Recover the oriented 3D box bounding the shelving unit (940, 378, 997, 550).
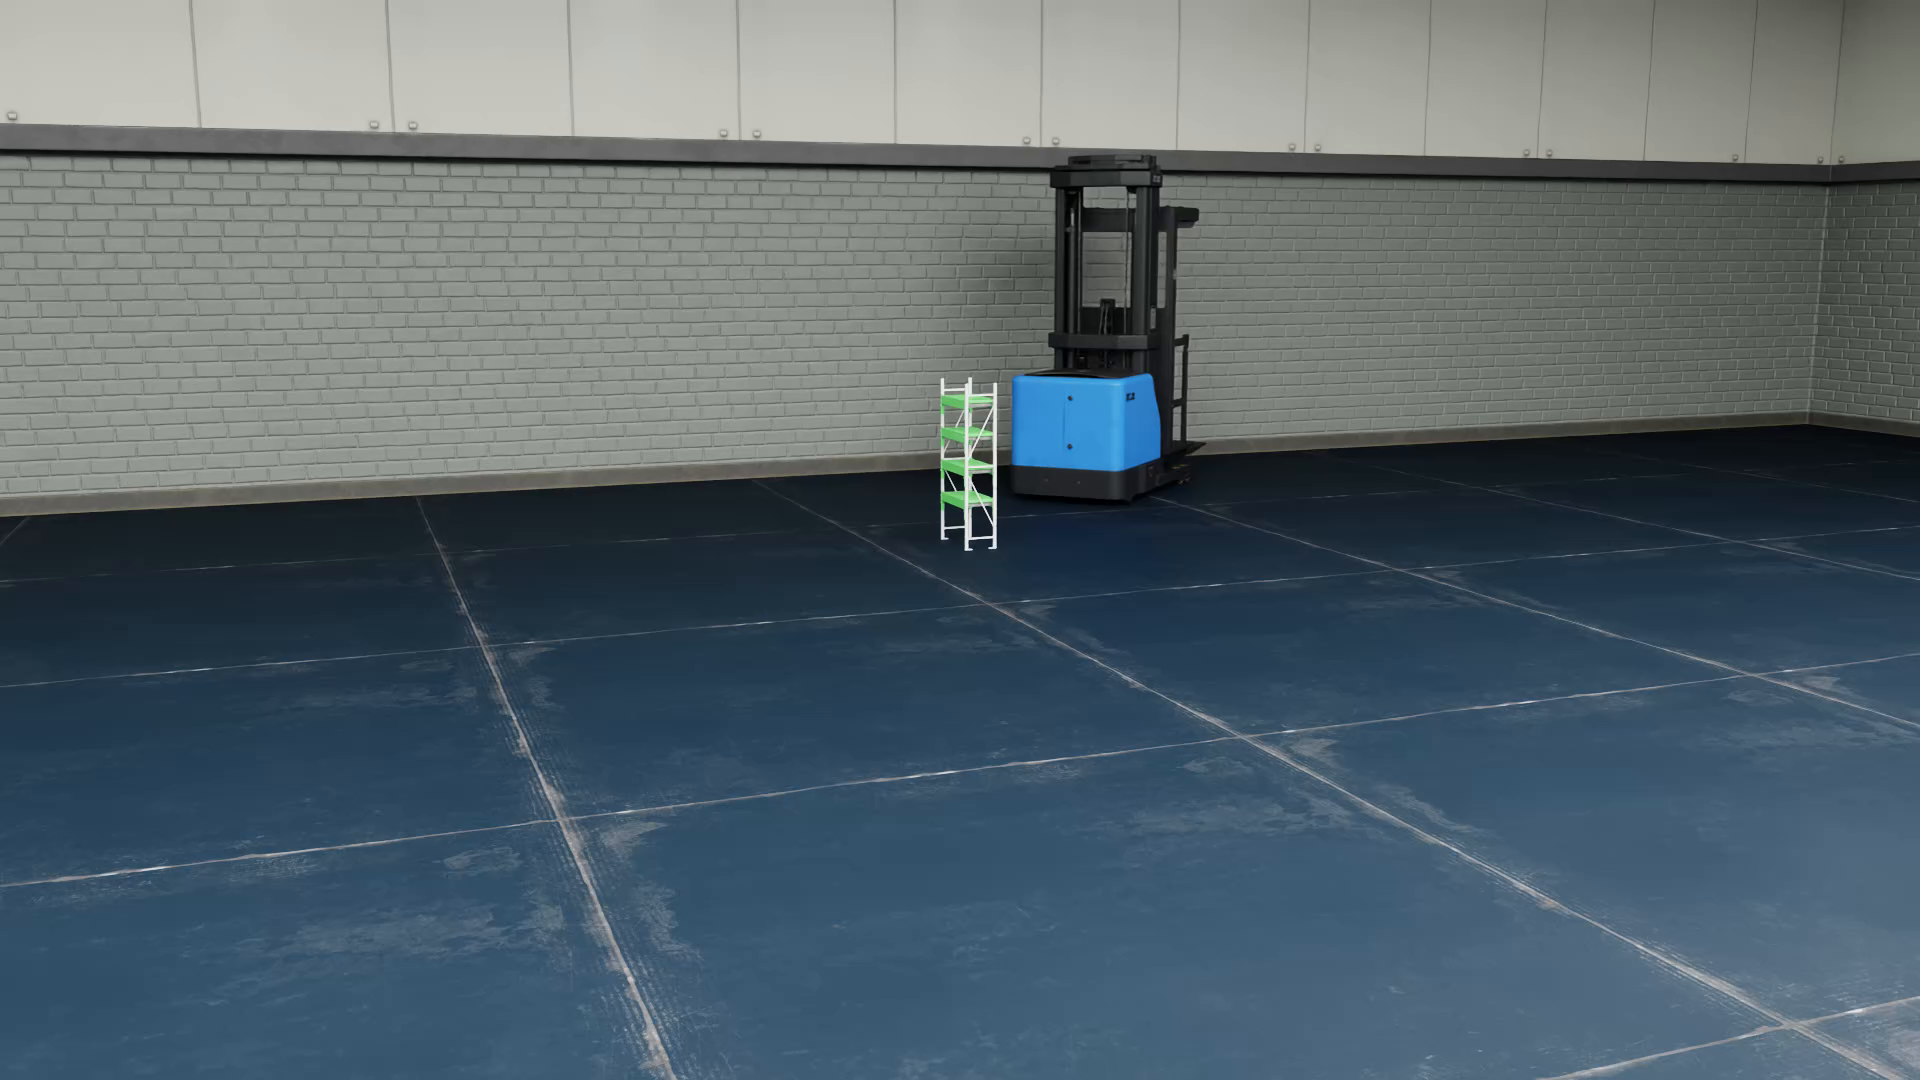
[{"bbox_3d":[0.060,-0.564,12.163,0.258,1.200,0.503,-4,11,-21],"label":"shelving unit"}]

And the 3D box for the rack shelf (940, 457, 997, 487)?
[{"bbox_3d":[0.060,-0.501,12.174,0.258,0.148,0.480,-4,11,-21],"label":"rack shelf"}]

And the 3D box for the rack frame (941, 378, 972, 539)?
[{"bbox_3d":[-0.028,-0.604,12.387,0.240,1.200,0.015,-4,11,-21],"label":"rack frame"}]

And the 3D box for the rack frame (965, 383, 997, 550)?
[{"bbox_3d":[0.148,-0.524,11.939,0.240,1.200,0.015,-4,11,-21],"label":"rack frame"}]

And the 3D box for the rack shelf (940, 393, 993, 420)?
[{"bbox_3d":[0.060,-0.973,12.090,0.258,0.148,0.480,-4,11,-21],"label":"rack shelf"}]

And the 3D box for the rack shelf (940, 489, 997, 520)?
[{"bbox_3d":[0.060,-0.265,12.216,0.258,0.148,0.480,-4,11,-21],"label":"rack shelf"}]

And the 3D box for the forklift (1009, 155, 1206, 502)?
[{"bbox_3d":[1.508,-1.979,15.179,1.130,2.935,3.031,5,11,25],"label":"forklift"}]

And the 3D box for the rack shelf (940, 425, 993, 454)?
[{"bbox_3d":[0.060,-0.737,12.132,0.258,0.148,0.480,-4,11,-21],"label":"rack shelf"}]
